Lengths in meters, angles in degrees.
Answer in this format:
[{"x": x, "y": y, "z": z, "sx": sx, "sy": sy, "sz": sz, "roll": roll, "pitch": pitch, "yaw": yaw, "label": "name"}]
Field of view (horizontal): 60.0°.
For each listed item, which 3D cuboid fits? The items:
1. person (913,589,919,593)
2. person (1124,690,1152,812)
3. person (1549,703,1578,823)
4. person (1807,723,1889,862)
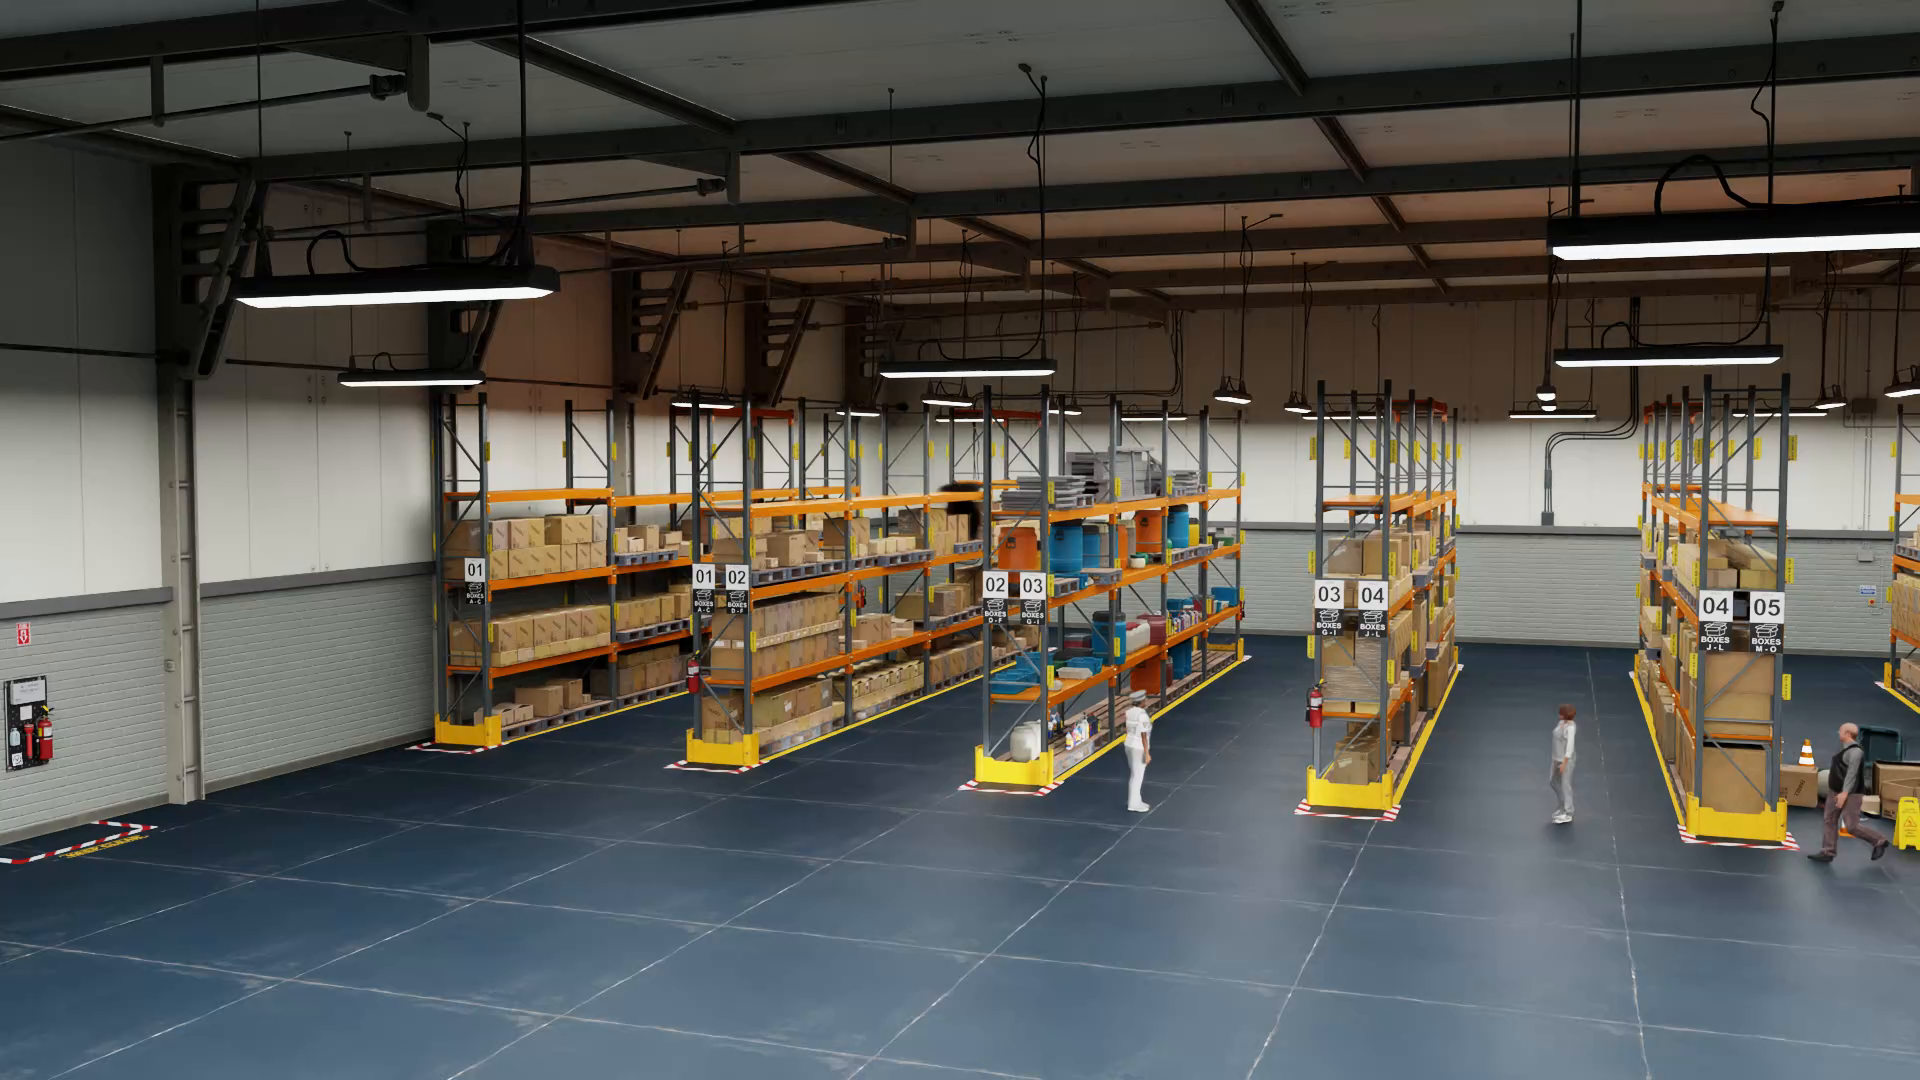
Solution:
[{"x": -1.034, "y": 1.968, "z": 40.200, "sx": 0.547, "sy": 1.580, "sz": 0.648, "roll": 1, "pitch": 3, "yaw": 25, "label": "person"}, {"x": 2.530, "y": 2.941, "z": 23.208, "sx": 0.455, "sy": 1.707, "sz": 0.529, "roll": -1, "pitch": 3, "yaw": -22, "label": "person"}, {"x": 8.153, "y": 3.008, "z": 22.518, "sx": 0.351, "sy": 1.621, "sz": 0.531, "roll": 0, "pitch": 3, "yaw": -8, "label": "person"}, {"x": 10.801, "y": 3.073, "z": 20.182, "sx": 0.850, "sy": 1.708, "sz": 0.488, "roll": 0, "pitch": 3, "yaw": -5, "label": "person"}]
